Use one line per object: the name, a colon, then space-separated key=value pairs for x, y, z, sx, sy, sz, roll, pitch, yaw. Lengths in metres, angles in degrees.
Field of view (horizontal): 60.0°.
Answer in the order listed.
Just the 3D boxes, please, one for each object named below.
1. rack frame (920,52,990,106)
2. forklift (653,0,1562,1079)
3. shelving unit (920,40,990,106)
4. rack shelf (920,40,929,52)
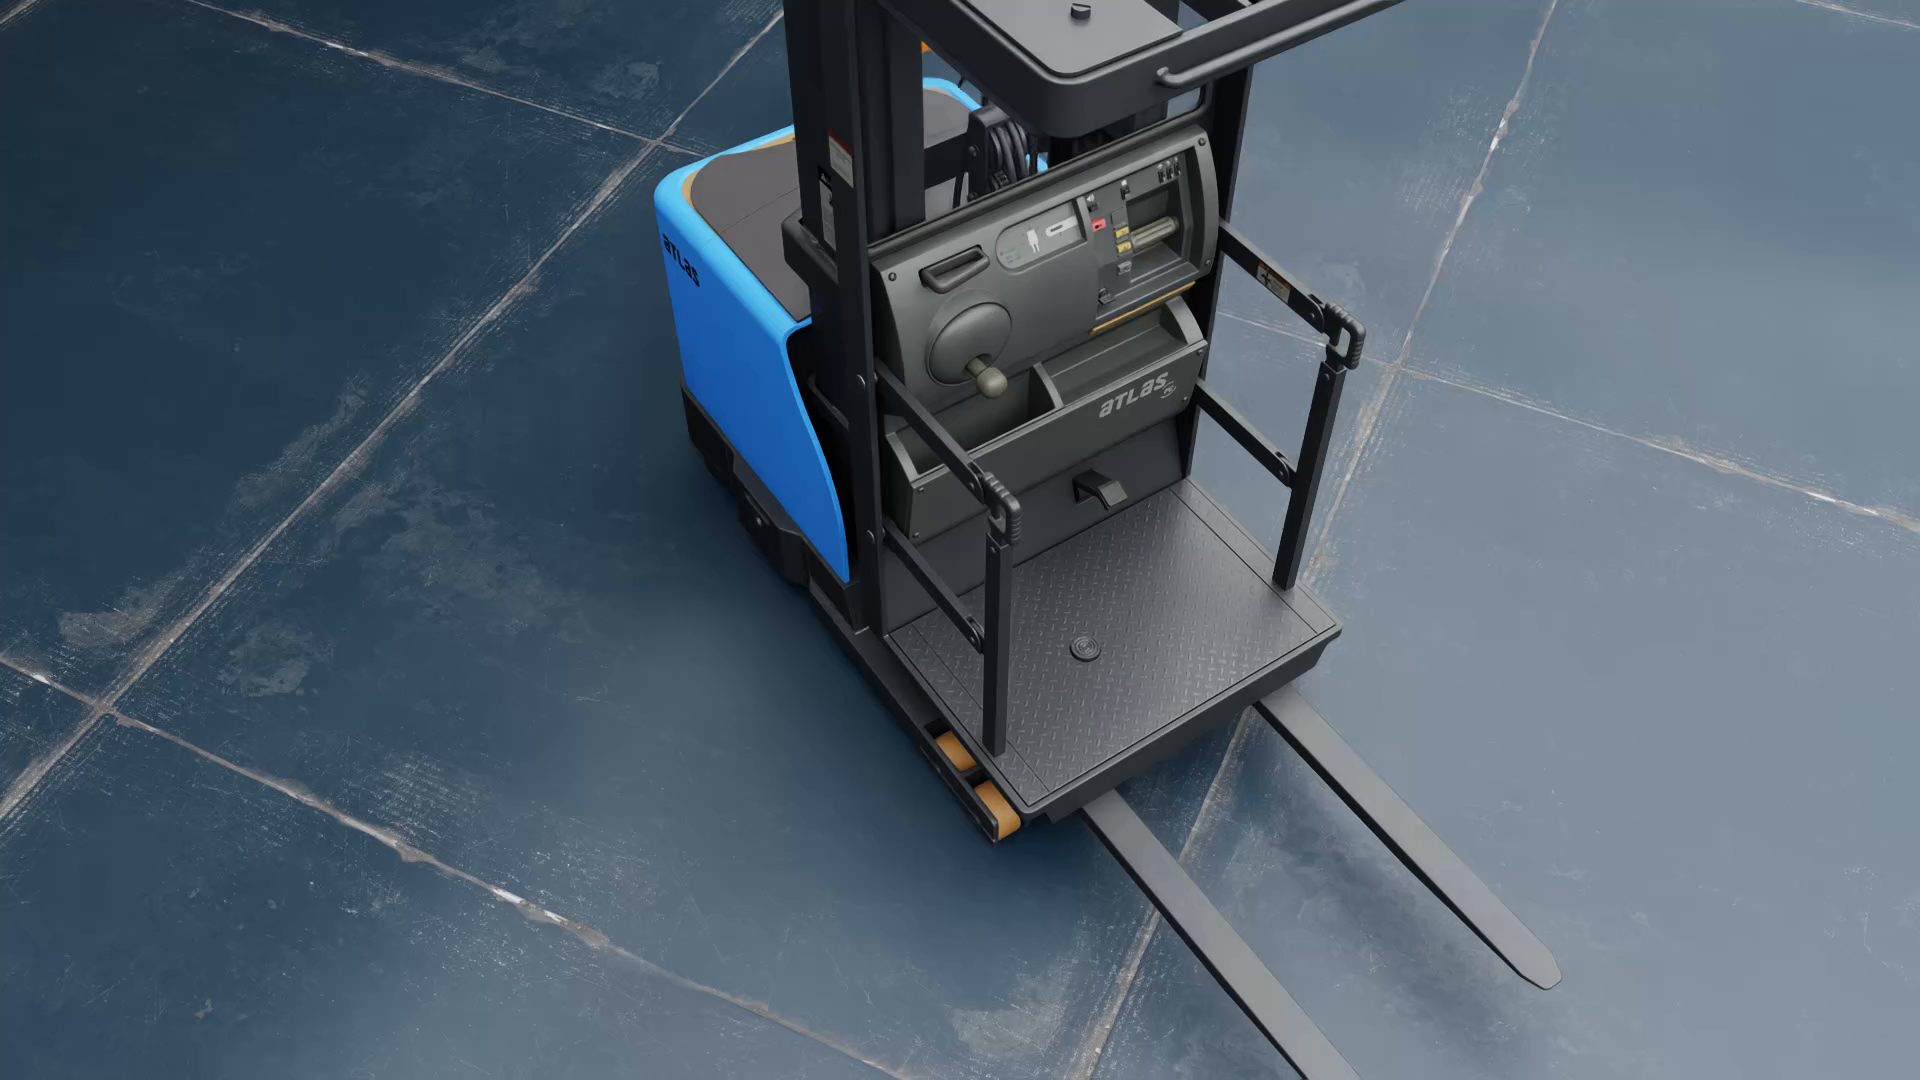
rack frame: x=-0.035 y=-1.781 z=5.386 sx=0.015 sy=2.100 sz=0.400 roll=-32 pitch=57 yaw=-25
forklift: x=0.349 y=-0.554 z=3.797 sx=1.130 sy=2.935 sz=3.031 roll=-27 pitch=55 yaw=-21
shelving unit: x=-0.222 y=-1.663 z=5.284 sx=0.503 sy=2.100 sz=0.431 roll=-32 pitch=57 yaw=-25
rack shelf: x=-0.222 y=-1.654 z=5.295 sx=0.480 sy=0.518 sz=0.431 roll=-32 pitch=57 yaw=-25
